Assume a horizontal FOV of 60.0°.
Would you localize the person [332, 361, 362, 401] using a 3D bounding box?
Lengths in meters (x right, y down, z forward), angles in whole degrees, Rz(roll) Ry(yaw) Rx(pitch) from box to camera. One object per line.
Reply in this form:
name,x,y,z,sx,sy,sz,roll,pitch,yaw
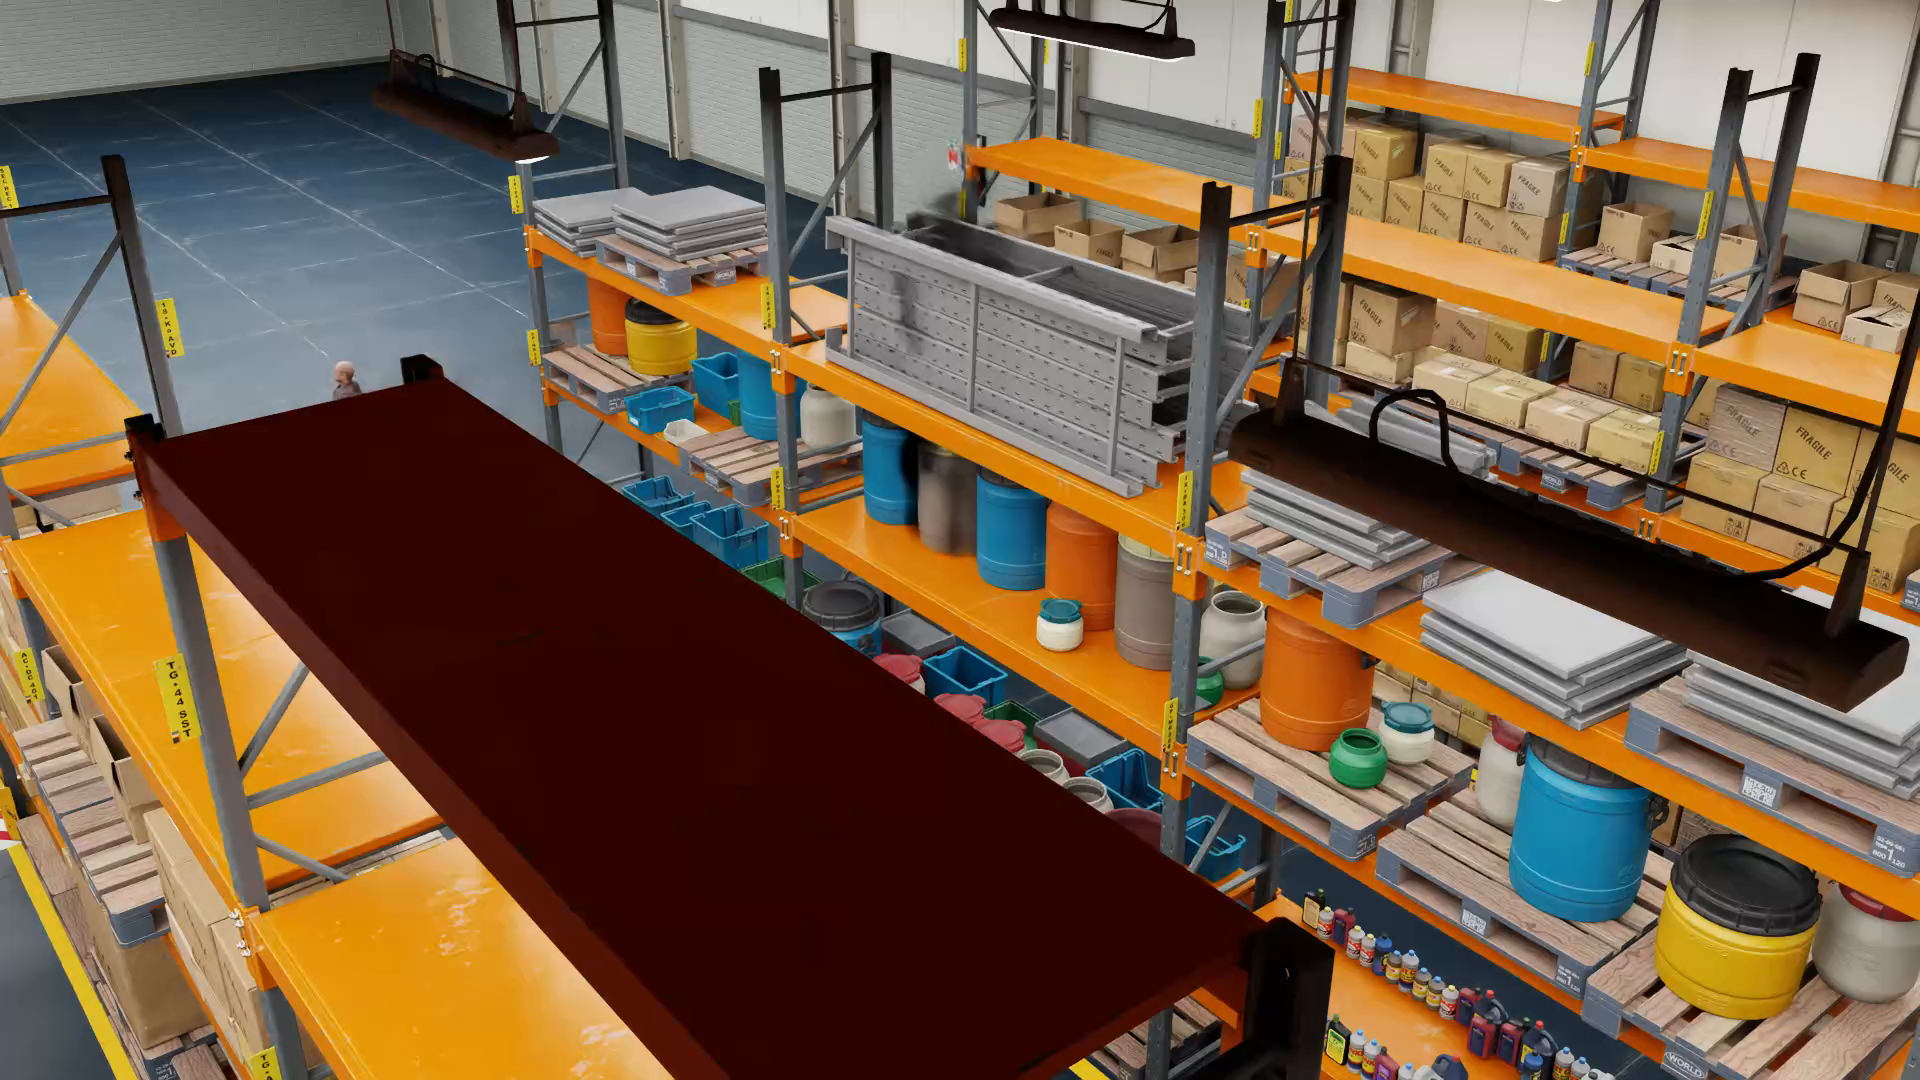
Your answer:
person,-6.823,-1.174,18.714,0.904,1.744,0.725,-6,26,-12
